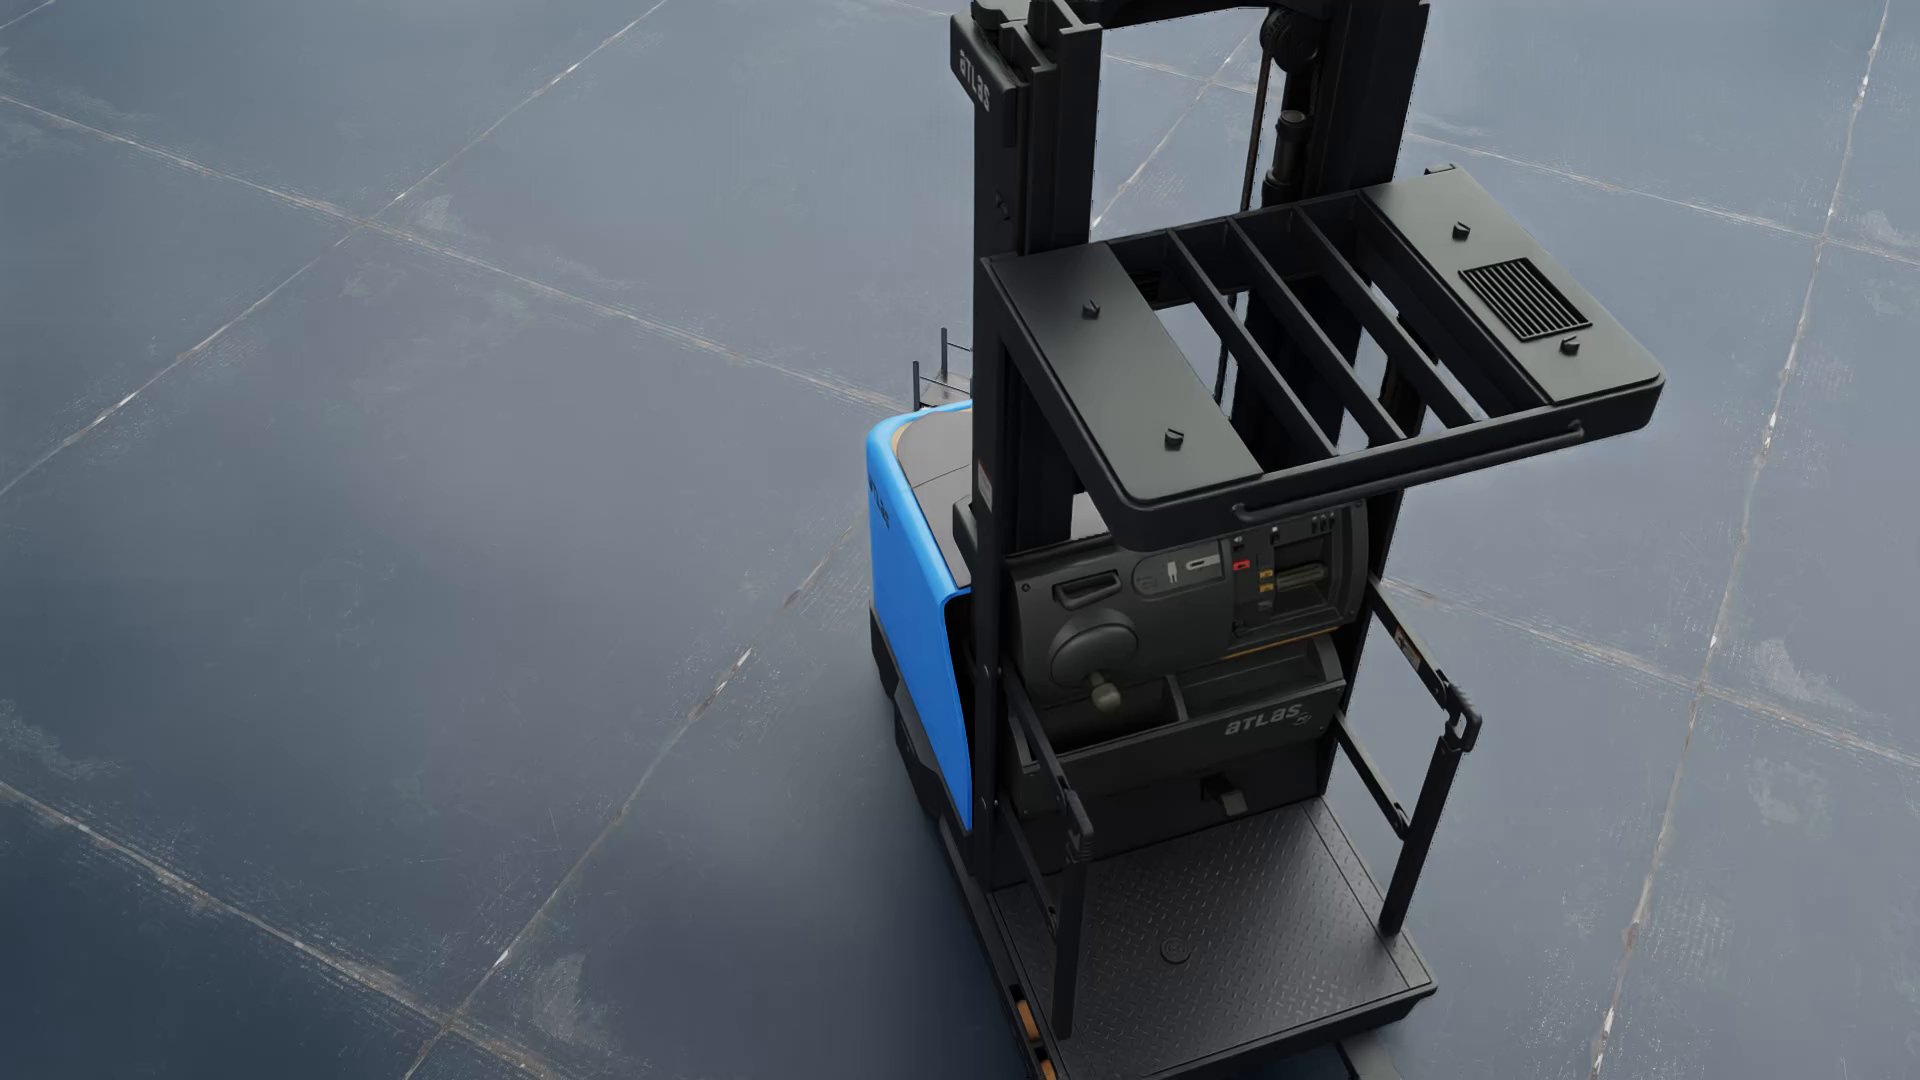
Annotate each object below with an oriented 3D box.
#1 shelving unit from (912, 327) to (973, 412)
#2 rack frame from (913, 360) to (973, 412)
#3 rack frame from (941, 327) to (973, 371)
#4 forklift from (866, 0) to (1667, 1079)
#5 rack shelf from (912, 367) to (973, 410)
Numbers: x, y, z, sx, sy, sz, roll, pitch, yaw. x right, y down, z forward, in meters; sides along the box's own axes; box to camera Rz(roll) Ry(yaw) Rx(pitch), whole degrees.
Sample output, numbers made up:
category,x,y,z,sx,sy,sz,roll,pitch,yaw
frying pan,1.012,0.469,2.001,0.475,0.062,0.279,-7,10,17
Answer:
category,x,y,z,sx,sy,sz,roll,pitch,yaw
shelving unit,-0.004,-0.311,5.925,0.258,0.900,0.210,20,49,19
rack frame,-0.051,-0.247,5.862,0.240,0.900,0.006,20,49,19
rack frame,0.043,-0.375,5.988,0.240,0.900,0.006,20,49,19
forklift,0.650,0.244,3.948,1.130,2.935,3.031,-14,47,-13
rack shelf,-0.004,-0.478,5.757,0.258,0.077,0.200,20,49,19
